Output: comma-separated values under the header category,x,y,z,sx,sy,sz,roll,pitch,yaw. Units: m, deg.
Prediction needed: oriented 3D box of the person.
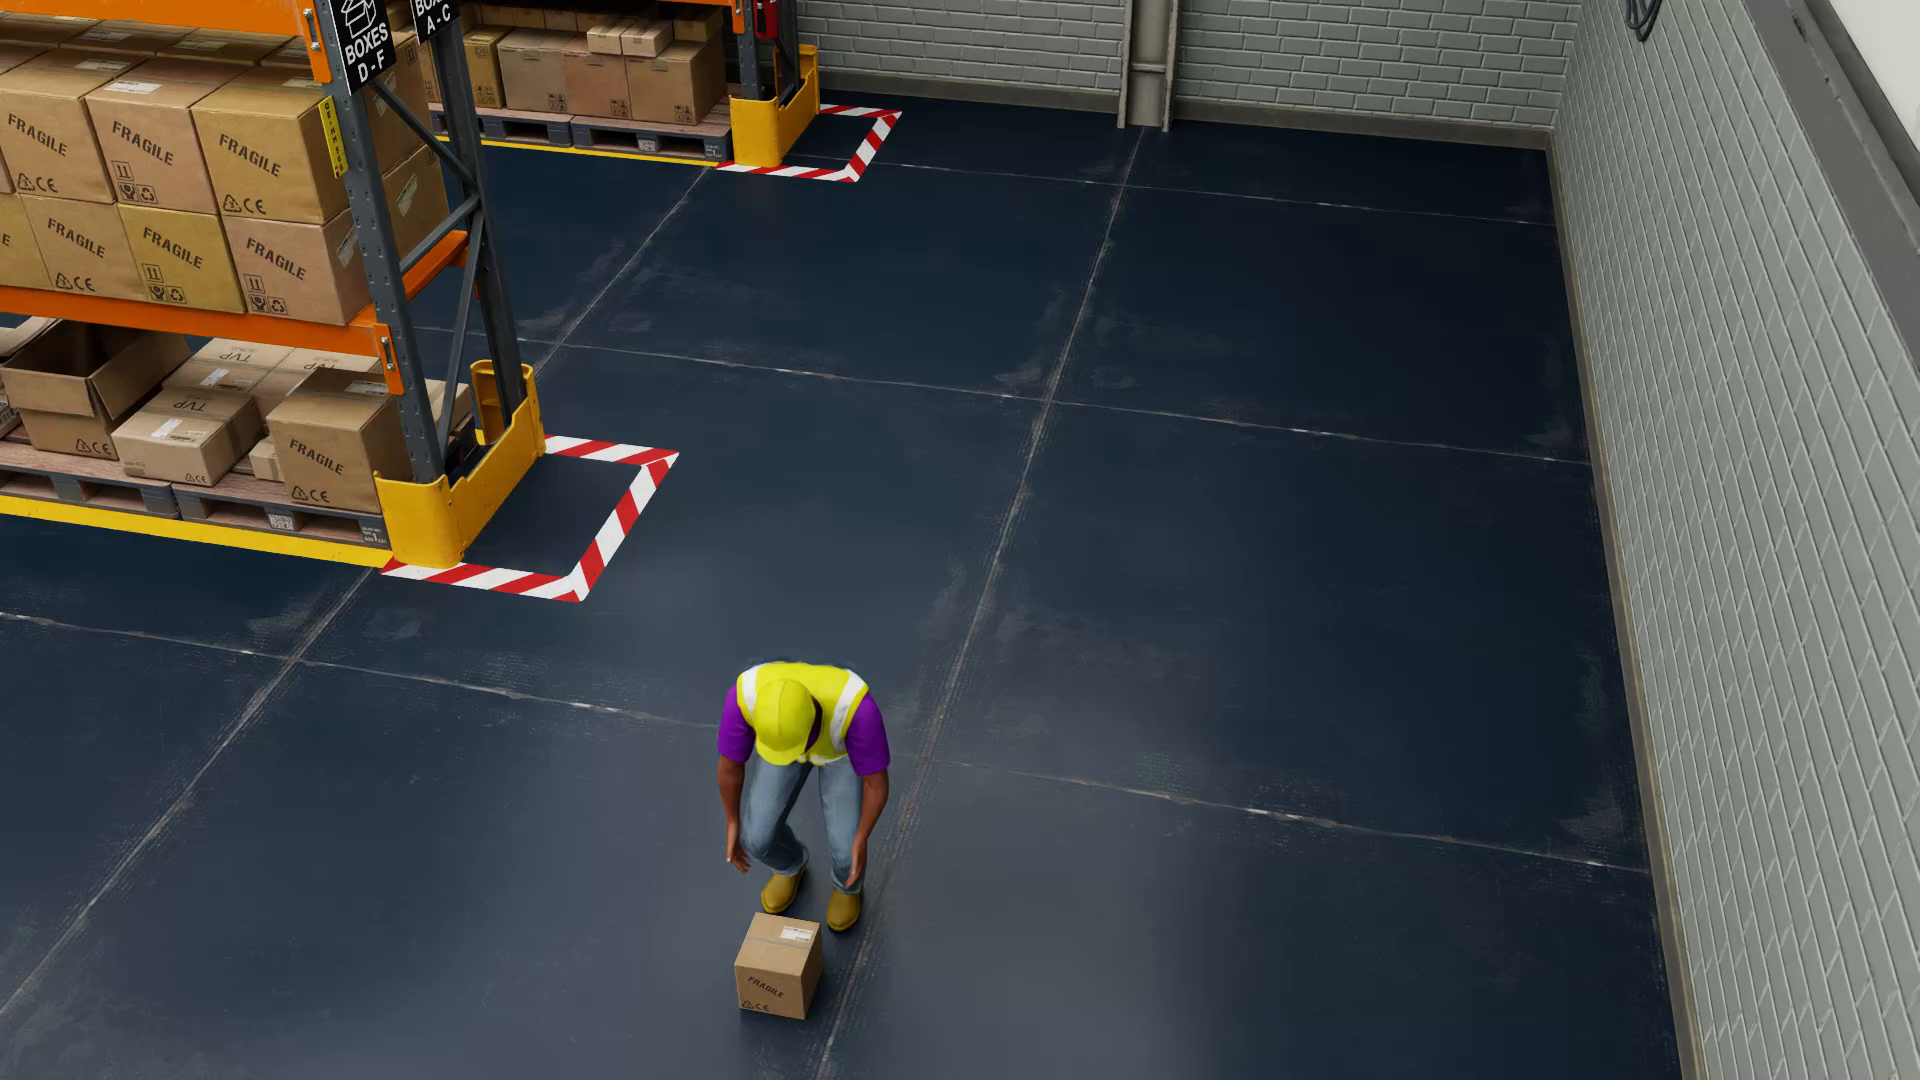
category,x,y,z,sx,sy,sz,roll,pitch,yaw
person,-0.536,0.877,6.087,0.631,1.373,0.779,7,37,10
